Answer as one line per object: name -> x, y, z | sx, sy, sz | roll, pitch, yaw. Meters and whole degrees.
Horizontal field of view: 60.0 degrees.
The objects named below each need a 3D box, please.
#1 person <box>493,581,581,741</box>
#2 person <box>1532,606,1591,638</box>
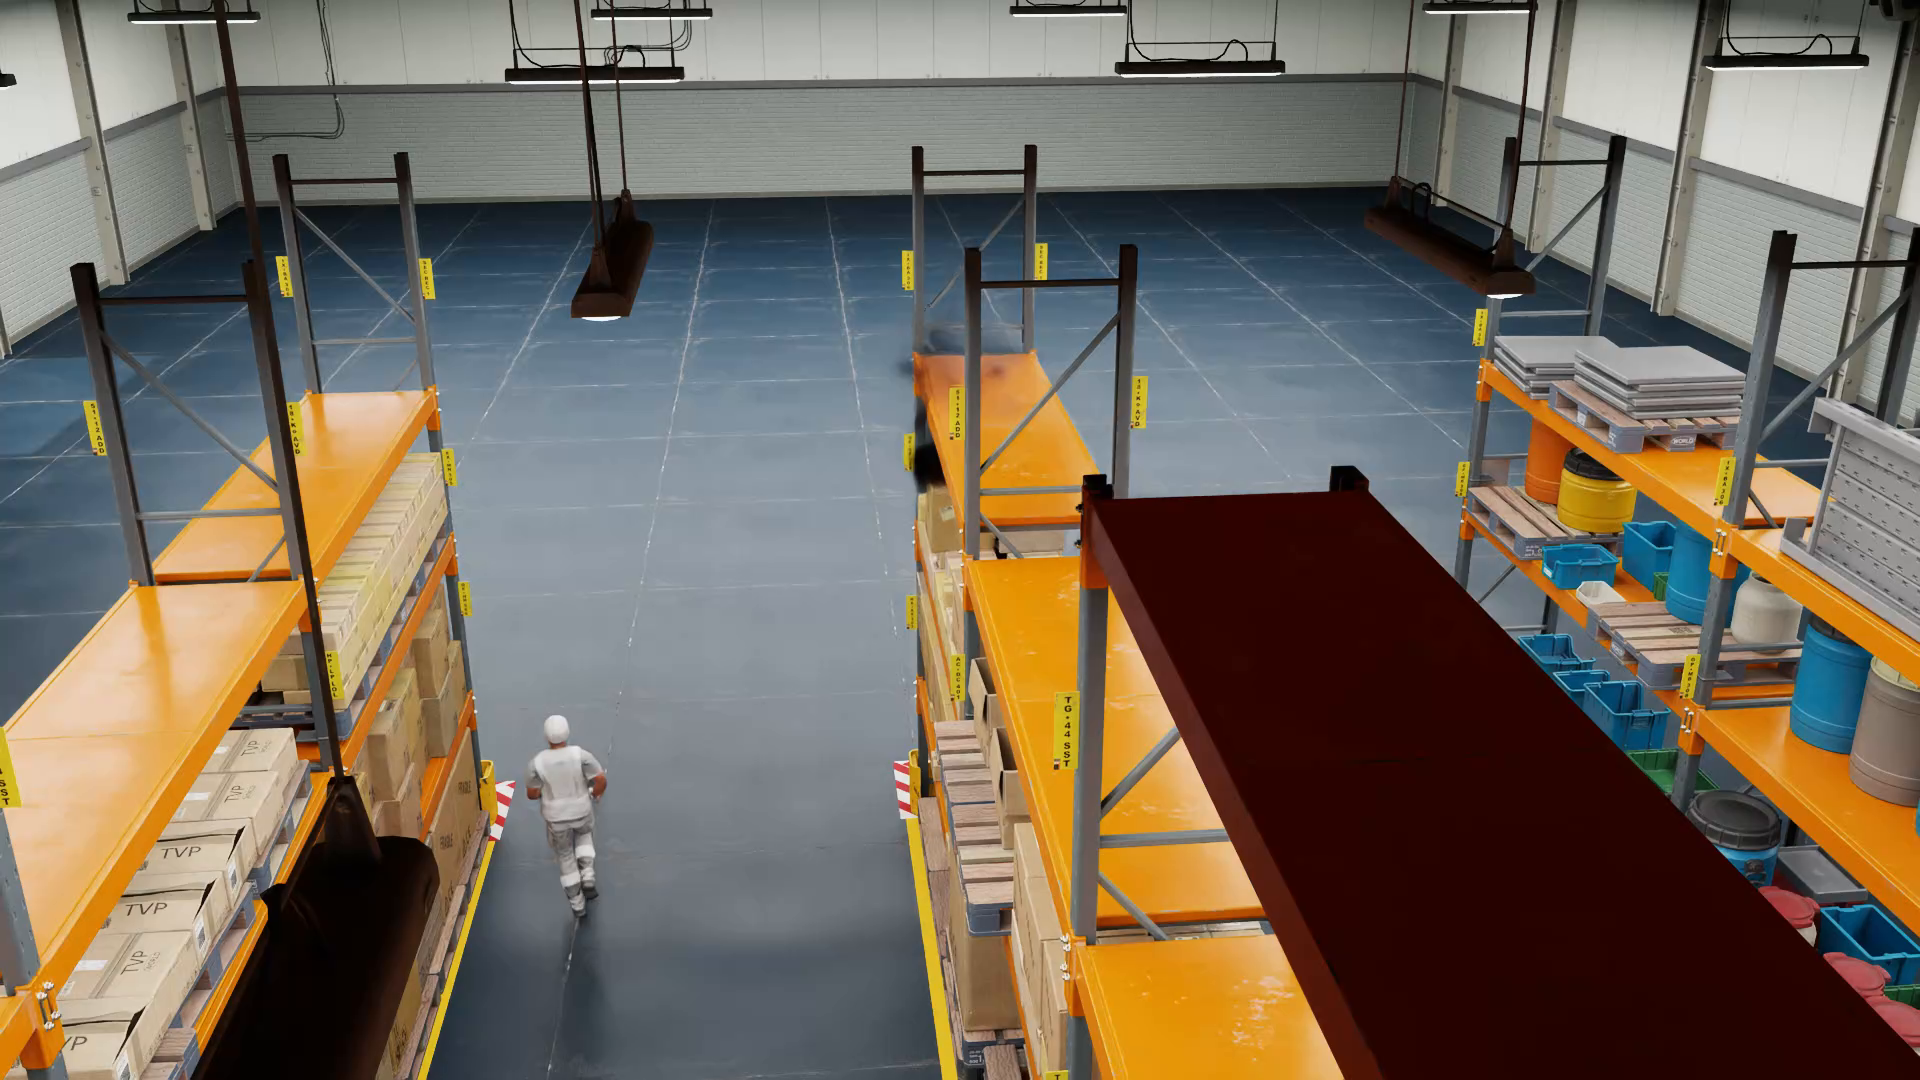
person -> -4.228, 1.207, 16.187 | 0.670, 1.767, 0.937 | -18, 28, -37
person -> 6.908, 0.354, 18.531 | 0.832, 1.679, 0.588 | 10, 24, 23
